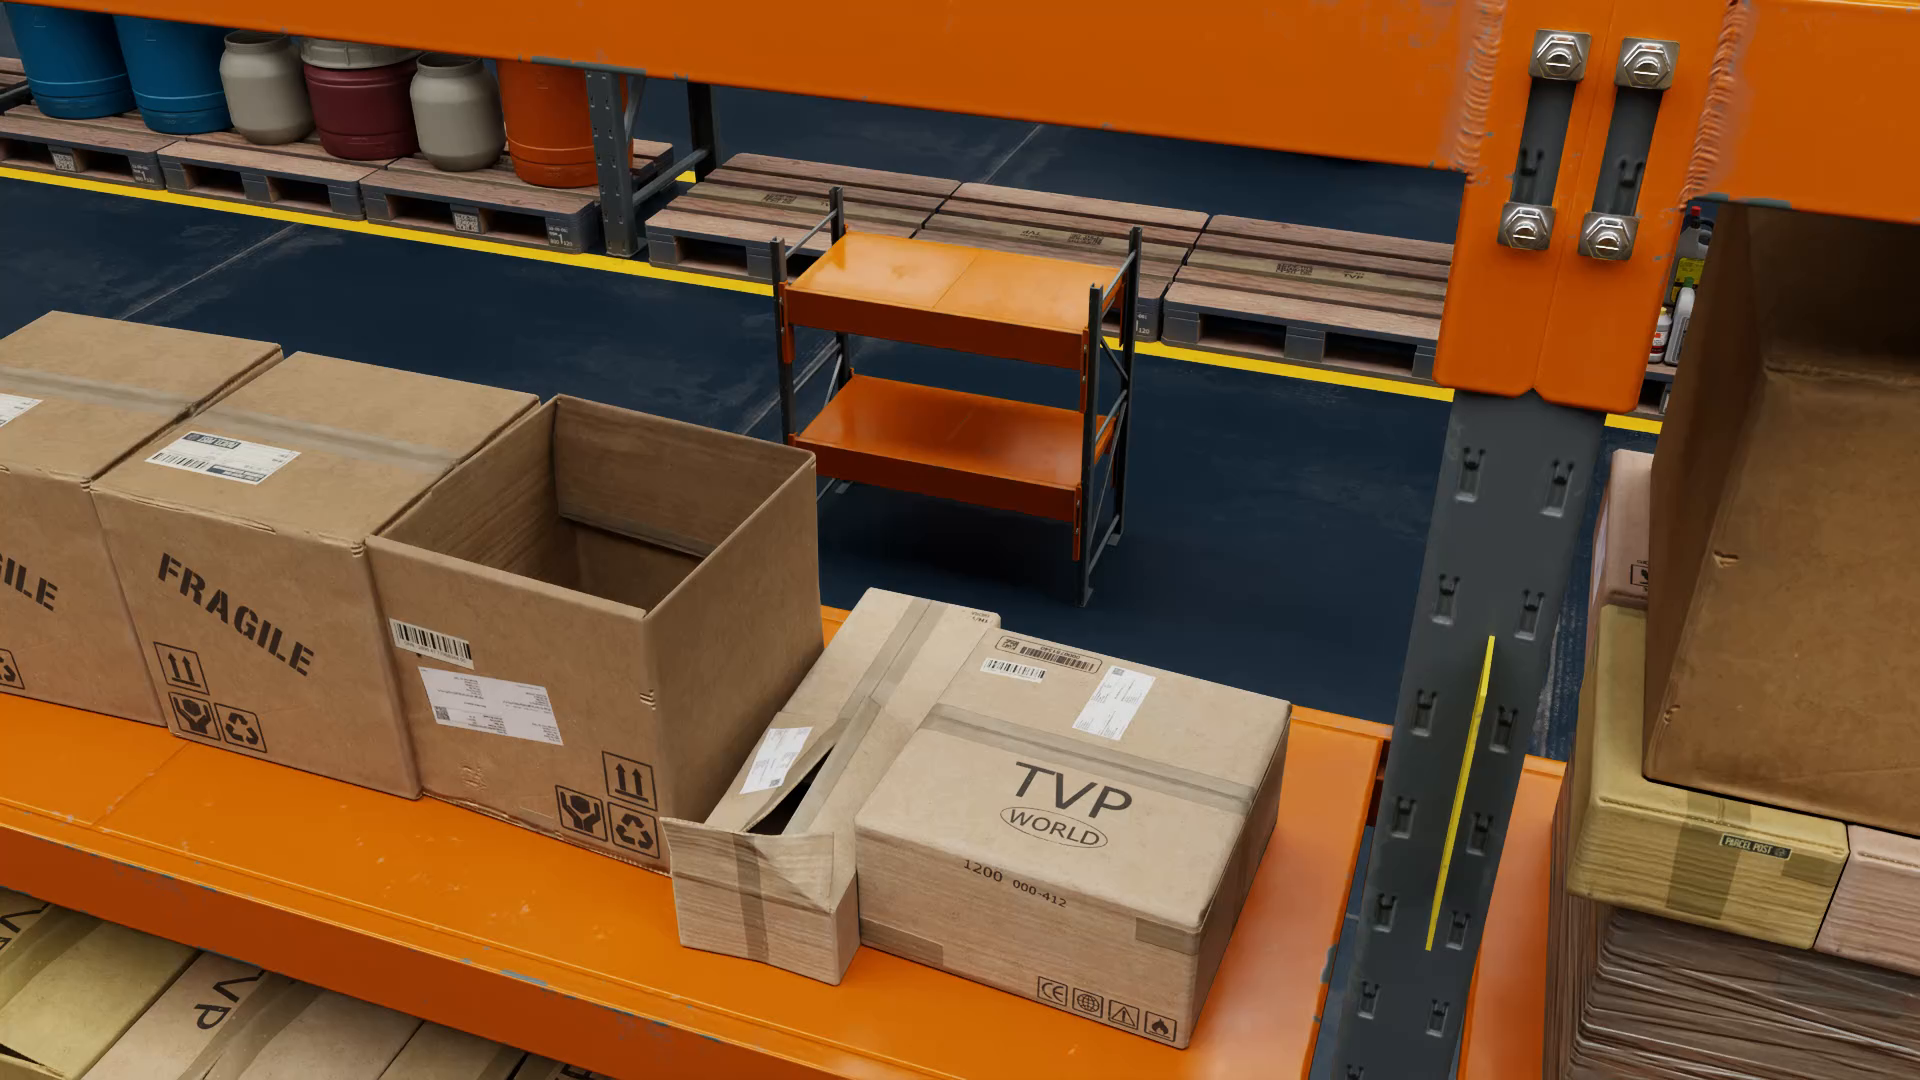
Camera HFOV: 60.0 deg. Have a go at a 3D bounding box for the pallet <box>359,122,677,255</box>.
[{"bbox_3d":[-2.191,-1.790,8.327,1.213,0.211,1.003,11,34,16],"label":"pallet"}]

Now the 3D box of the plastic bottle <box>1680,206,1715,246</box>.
[{"bbox_3d":[3.034,-1.207,6.891,0.185,0.351,0.144,10,34,15],"label":"plastic bottle"}]

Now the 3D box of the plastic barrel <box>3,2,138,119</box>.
[{"bbox_3d":[-4.694,-2.757,8.801,0.708,0.901,0.600,11,34,16],"label":"plastic barrel"}]

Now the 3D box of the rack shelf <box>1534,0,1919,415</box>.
[{"bbox_3d":[2.539,-0.169,1.145,4.000,0.370,1.077,11,34,16],"label":"rack shelf"}]

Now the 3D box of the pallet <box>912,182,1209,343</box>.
[{"bbox_3d":[0.426,-1.281,7.539,1.213,0.211,1.003,11,34,16],"label":"pallet"}]

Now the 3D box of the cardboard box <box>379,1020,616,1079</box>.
[{"bbox_3d":[-0.783,1.053,2.984,0.500,0.311,0.500,11,34,16],"label":"cardboard box"}]

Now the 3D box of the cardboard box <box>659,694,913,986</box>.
[{"bbox_3d":[-0.234,0.412,2.471,0.258,0.266,0.396,10,34,15],"label":"cardboard box"}]

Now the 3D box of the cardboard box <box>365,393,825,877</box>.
[{"bbox_3d":[-0.557,0.135,2.683,0.500,0.500,0.500,14,35,20],"label":"cardboard box"}]

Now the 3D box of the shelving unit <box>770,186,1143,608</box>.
[{"bbox_3d":[-0.006,-0.474,5.447,1.048,1.125,0.538,11,34,16],"label":"shelving unit"}]

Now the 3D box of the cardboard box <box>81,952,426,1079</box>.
[{"bbox_3d":[-1.255,0.960,3.129,0.500,0.311,0.500,11,34,16],"label":"cardboard box"}]

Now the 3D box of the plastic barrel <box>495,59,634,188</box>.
[{"bbox_3d":[-1.901,-2.184,7.980,0.708,0.830,0.600,11,34,16],"label":"plastic barrel"}]

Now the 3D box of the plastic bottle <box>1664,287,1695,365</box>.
[{"bbox_3d":[2.796,-0.819,6.359,0.135,0.276,0.152,12,35,18],"label":"plastic bottle"}]

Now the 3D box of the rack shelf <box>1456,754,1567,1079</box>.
[{"bbox_3d":[2.539,1.091,1.958,4.000,0.370,1.077,11,34,16],"label":"rack shelf"}]

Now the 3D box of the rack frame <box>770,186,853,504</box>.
[{"bbox_3d":[-0.485,-0.567,5.591,0.032,1.125,0.500,11,34,16],"label":"rack frame"}]

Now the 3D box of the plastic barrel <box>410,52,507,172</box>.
[{"bbox_3d":[-2.463,-2.108,8.156,0.421,0.512,0.421,0,33,0],"label":"plastic barrel"}]

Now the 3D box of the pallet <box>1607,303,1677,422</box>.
[{"bbox_3d":[2.949,-0.790,6.780,1.213,0.211,1.003,11,34,16],"label":"pallet"}]

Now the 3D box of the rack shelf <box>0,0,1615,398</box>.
[{"bbox_3d":[-1.227,-0.901,2.279,4.000,0.370,1.077,11,34,16],"label":"rack shelf"}]

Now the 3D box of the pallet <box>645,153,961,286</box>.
[{"bbox_3d":[-0.719,-1.505,7.886,1.213,0.211,1.003,11,34,16],"label":"pallet"}]

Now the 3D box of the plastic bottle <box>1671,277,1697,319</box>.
[{"bbox_3d":[2.832,-0.877,6.441,0.133,0.283,0.061,11,34,16],"label":"plastic bottle"}]

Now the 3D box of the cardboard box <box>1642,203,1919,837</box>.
[{"bbox_3d":[1.076,-0.087,1.830,0.500,0.500,0.700,11,34,17],"label":"cardboard box"}]

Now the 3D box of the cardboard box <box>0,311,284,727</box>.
[{"bbox_3d":[-1.524,-0.053,2.974,0.500,0.500,0.500,9,34,14],"label":"cardboard box"}]

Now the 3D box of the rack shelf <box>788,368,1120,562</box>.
[{"bbox_3d":[-0.006,-0.268,5.579,1.000,0.278,0.538,11,34,16],"label":"rack shelf"}]

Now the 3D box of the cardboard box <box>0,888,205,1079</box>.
[{"bbox_3d":[-1.739,0.866,3.274,0.500,0.311,0.500,10,34,15],"label":"cardboard box"}]

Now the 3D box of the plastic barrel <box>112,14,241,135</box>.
[{"bbox_3d":[-4.027,-2.627,8.601,0.708,0.901,0.600,11,34,16],"label":"plastic barrel"}]

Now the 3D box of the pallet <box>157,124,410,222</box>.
[{"bbox_3d":[-3.336,-2.014,8.674,1.213,0.211,1.003,11,34,16],"label":"pallet"}]

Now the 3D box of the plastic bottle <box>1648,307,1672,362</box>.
[{"bbox_3d":[2.674,-0.796,6.392,0.097,0.201,0.097,0,33,0],"label":"plastic bottle"}]

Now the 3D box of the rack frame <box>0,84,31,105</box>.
[{"bbox_3d":[-5.200,-3.570,8.514,0.127,3.000,1.000,11,34,16],"label":"rack frame"}]

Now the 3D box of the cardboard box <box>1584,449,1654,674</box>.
[{"bbox_3d":[0.984,0.048,2.219,0.250,0.149,0.380,11,34,16],"label":"cardboard box"}]

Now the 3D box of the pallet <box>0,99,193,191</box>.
[{"bbox_3d":[-4.488,-2.236,9.019,1.213,0.211,1.003,11,34,16],"label":"pallet"}]

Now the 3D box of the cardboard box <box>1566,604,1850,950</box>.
[{"bbox_3d":[0.844,0.256,1.898,0.250,0.149,0.380,11,34,16],"label":"cardboard box"}]

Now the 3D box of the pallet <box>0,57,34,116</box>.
[{"bbox_3d":[-5.906,-2.513,9.448,1.213,0.211,1.003,11,34,16],"label":"pallet"}]

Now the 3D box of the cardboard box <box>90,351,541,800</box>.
[{"bbox_3d":[-1.029,0.044,2.825,0.500,0.500,0.500,11,34,17],"label":"cardboard box"}]

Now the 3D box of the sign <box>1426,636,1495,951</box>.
[{"bbox_3d":[0.482,0.248,1.606,0.005,0.325,0.100,11,34,16],"label":"sign"}]

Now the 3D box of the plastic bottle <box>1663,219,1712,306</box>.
[{"bbox_3d":[2.985,-1.134,6.777,0.185,0.351,0.144,11,34,16],"label":"plastic bottle"}]

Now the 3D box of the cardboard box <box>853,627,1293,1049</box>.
[{"bbox_3d":[0.178,0.418,2.476,0.500,0.250,0.500,13,35,19],"label":"cardboard box"}]

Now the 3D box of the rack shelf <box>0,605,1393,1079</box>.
[{"bbox_3d":[-1.227,0.359,3.092,4.000,0.370,1.077,11,34,16],"label":"rack shelf"}]

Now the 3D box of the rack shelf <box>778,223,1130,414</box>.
[{"bbox_3d":[-0.006,-0.720,5.288,1.000,0.278,0.538,11,34,16],"label":"rack shelf"}]

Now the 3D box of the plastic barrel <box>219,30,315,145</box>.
[{"bbox_3d":[-3.526,-2.314,8.476,0.421,0.512,0.421,0,33,0],"label":"plastic barrel"}]

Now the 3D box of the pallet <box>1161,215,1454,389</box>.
[{"bbox_3d":[1.578,-1.058,7.195,1.213,0.211,1.003,11,34,16],"label":"pallet"}]

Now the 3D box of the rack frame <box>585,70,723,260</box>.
[{"bbox_3d":[-1.435,-2.838,7.380,0.127,3.000,1.000,11,34,16],"label":"rack frame"}]

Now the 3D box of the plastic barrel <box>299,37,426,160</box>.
[{"bbox_3d":[-2.964,-2.289,8.366,0.708,0.588,0.600,11,34,16],"label":"plastic barrel"}]

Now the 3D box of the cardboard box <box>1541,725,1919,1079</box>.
[{"bbox_3d":[1.076,0.459,2.182,0.500,0.500,0.700,10,34,15],"label":"cardboard box"}]

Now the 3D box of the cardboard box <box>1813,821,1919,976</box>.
[{"bbox_3d":[1.080,0.302,1.827,0.250,0.149,0.380,12,35,17],"label":"cardboard box"}]

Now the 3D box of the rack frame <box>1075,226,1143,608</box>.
[{"bbox_3d":[0.472,-0.381,5.303,0.032,1.125,0.500,11,34,16],"label":"rack frame"}]

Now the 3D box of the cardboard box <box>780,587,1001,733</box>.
[{"bbox_3d":[-0.109,0.262,2.811,0.250,0.149,0.380,11,34,16],"label":"cardboard box"}]
